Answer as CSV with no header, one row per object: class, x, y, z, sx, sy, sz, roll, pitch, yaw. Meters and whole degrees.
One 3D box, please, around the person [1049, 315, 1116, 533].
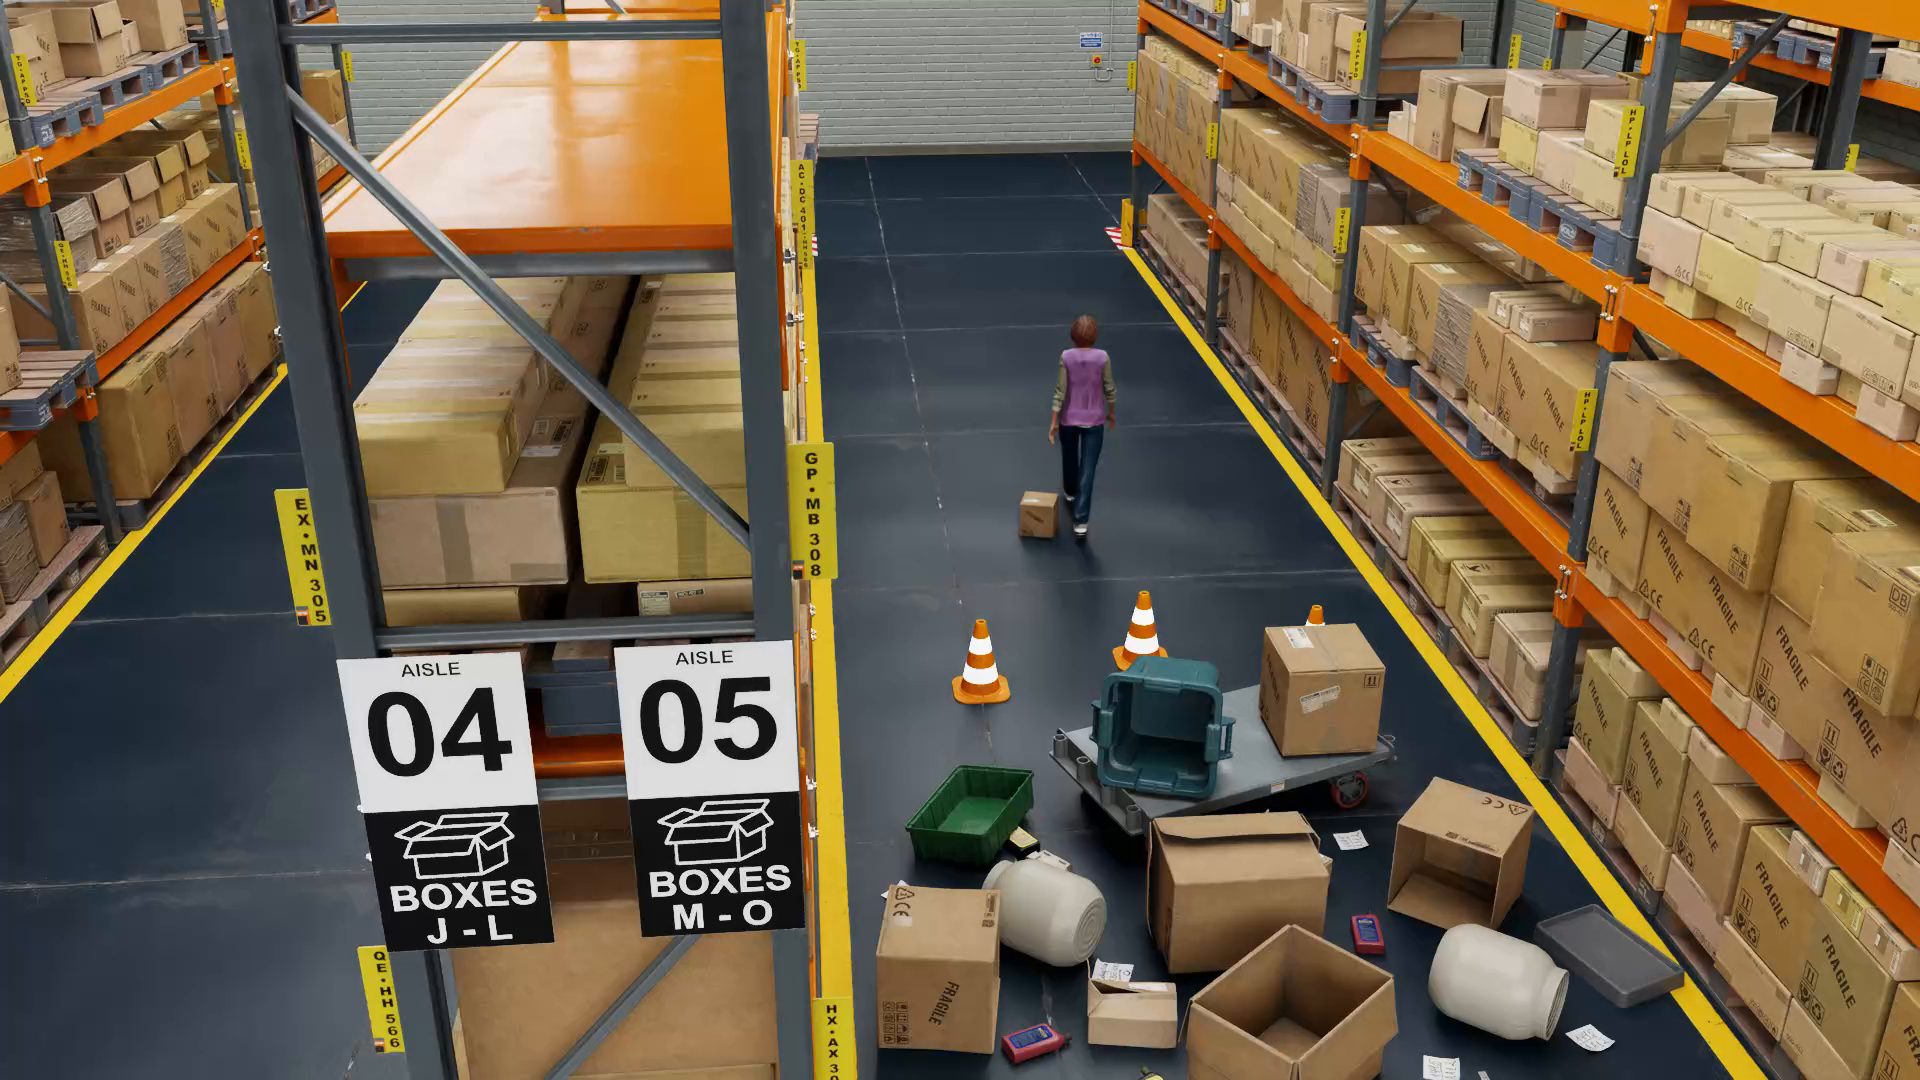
person,0.900,-0.893,12.106,0.457,1.531,0.977,4,24,9
